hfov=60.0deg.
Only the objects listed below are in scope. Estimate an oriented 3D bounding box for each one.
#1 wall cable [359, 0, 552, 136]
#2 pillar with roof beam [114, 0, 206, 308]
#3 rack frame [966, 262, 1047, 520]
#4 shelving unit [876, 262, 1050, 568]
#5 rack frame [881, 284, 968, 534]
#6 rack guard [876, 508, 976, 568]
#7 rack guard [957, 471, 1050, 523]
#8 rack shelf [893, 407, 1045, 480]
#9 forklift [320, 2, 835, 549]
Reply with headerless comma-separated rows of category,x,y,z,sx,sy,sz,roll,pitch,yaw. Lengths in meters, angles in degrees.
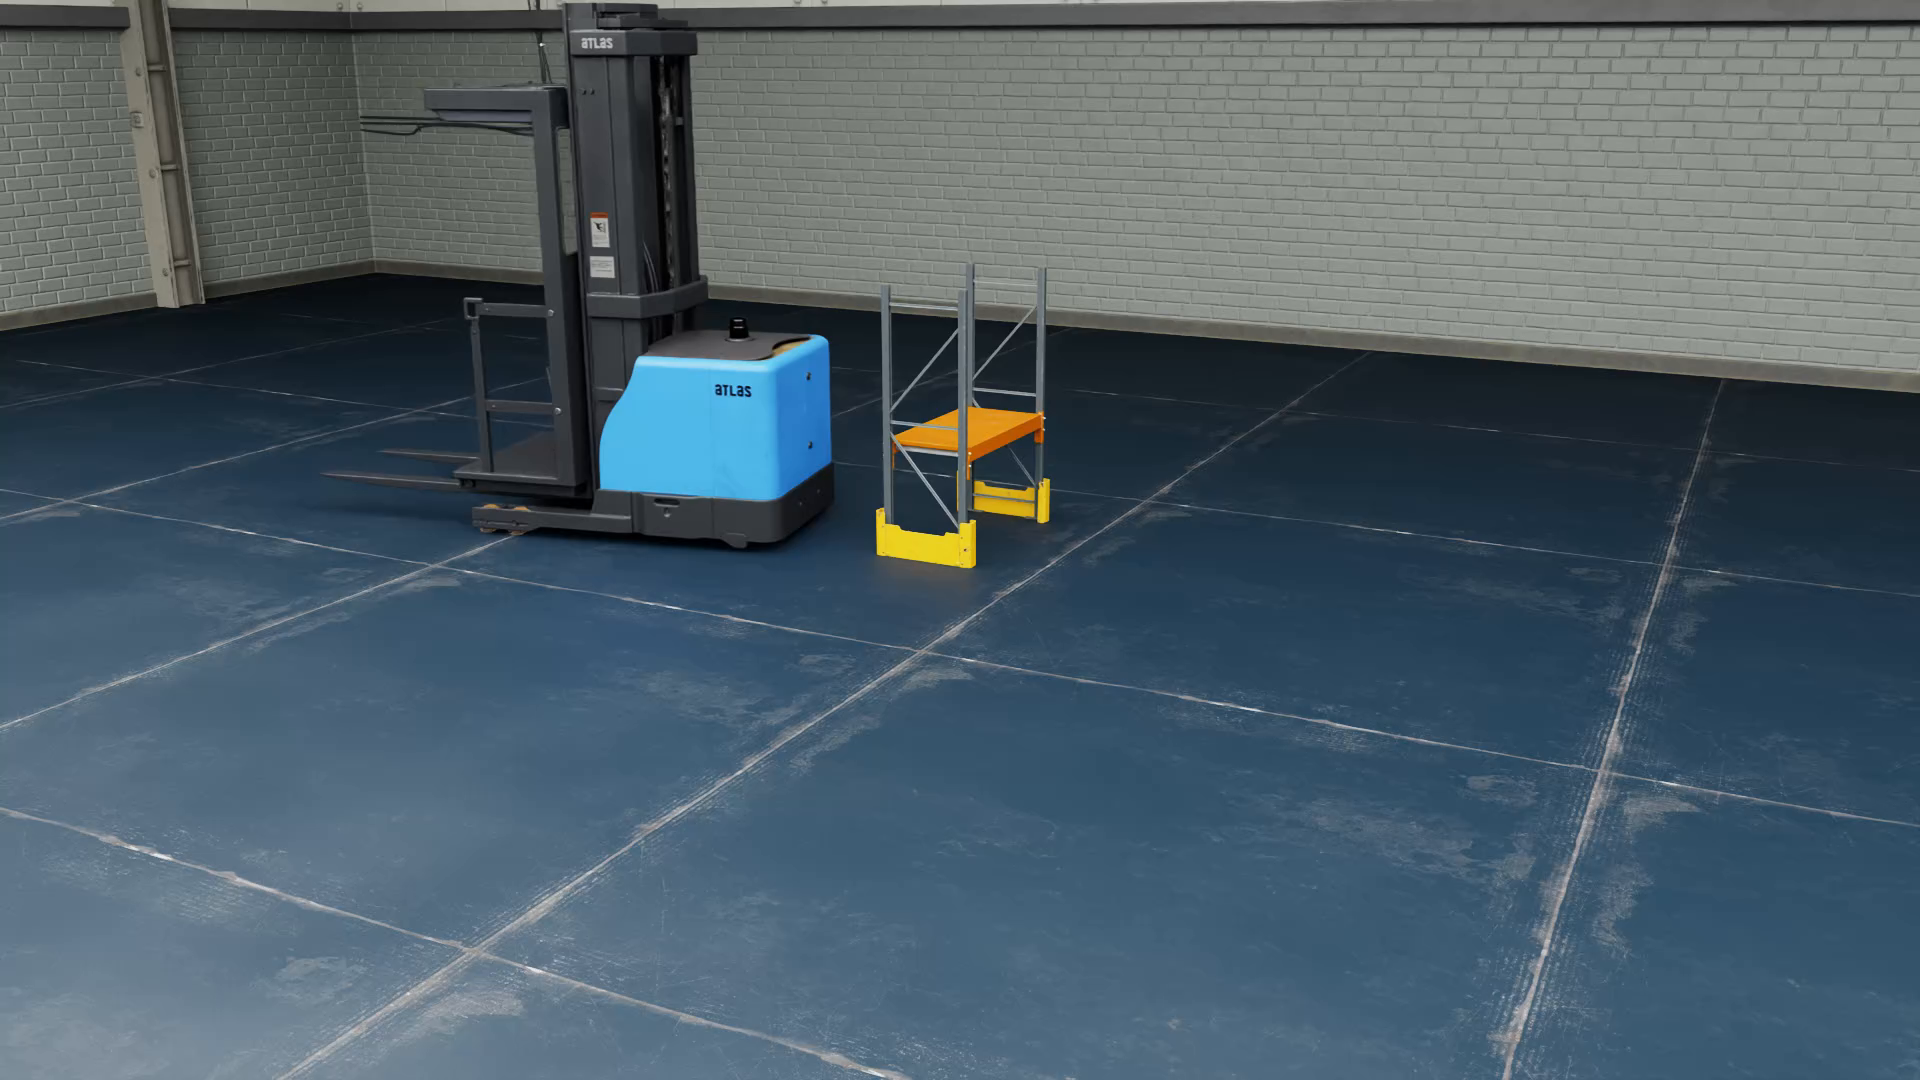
wall cable,-6.022,-5.982,19.313,3.097,2.526,0.112,8,18,25
pillar with roof beam,-4.670,-6.340,15.066,9.100,9.000,0.400,8,18,25
rack frame,0.265,-0.870,9.820,0.500,1.500,0.032,8,18,25
shelving unit,0.034,-0.738,9.376,0.587,1.500,1.083,8,18,25
rack frame,-0.189,-0.611,8.948,0.500,1.500,0.032,8,18,25
rack guard,-0.188,-0.012,9.127,0.587,0.250,0.087,8,18,25
rack guard,0.257,-0.266,9.981,0.587,0.250,0.087,8,18,25
rack shelf,0.038,-0.568,9.435,0.538,0.185,1.000,8,18,25
forklift,-2.335,-1.570,9.662,3.031,2.935,1.130,4,17,15
